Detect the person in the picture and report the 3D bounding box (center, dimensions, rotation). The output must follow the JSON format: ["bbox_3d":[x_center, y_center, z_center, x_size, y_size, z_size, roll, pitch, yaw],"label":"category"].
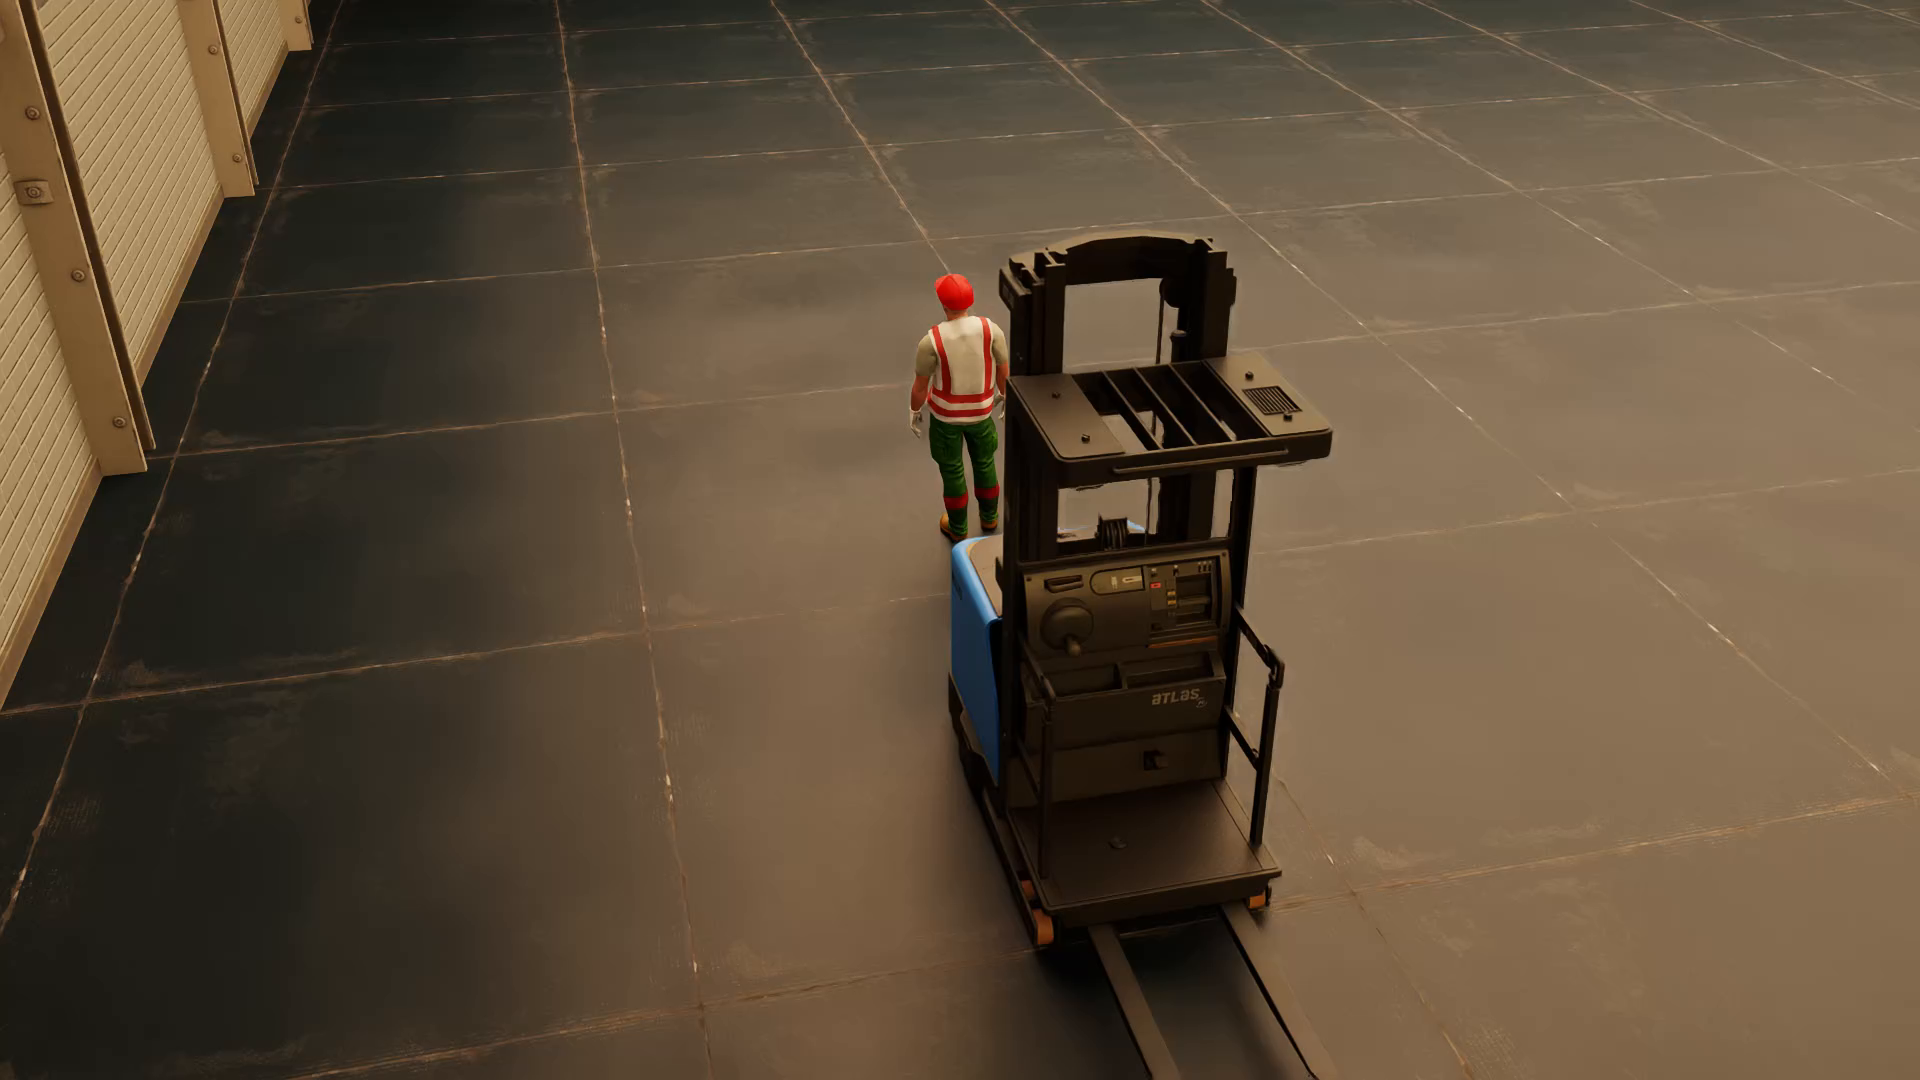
[{"bbox_3d":[-0.007,-0.821,10.118,0.637,1.787,0.564,-7,31,-12],"label":"person"}]

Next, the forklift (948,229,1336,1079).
[{"bbox_3d":[0.780,0.320,7.021,1.130,2.935,3.031,-7,31,-12],"label":"forklift"}]
